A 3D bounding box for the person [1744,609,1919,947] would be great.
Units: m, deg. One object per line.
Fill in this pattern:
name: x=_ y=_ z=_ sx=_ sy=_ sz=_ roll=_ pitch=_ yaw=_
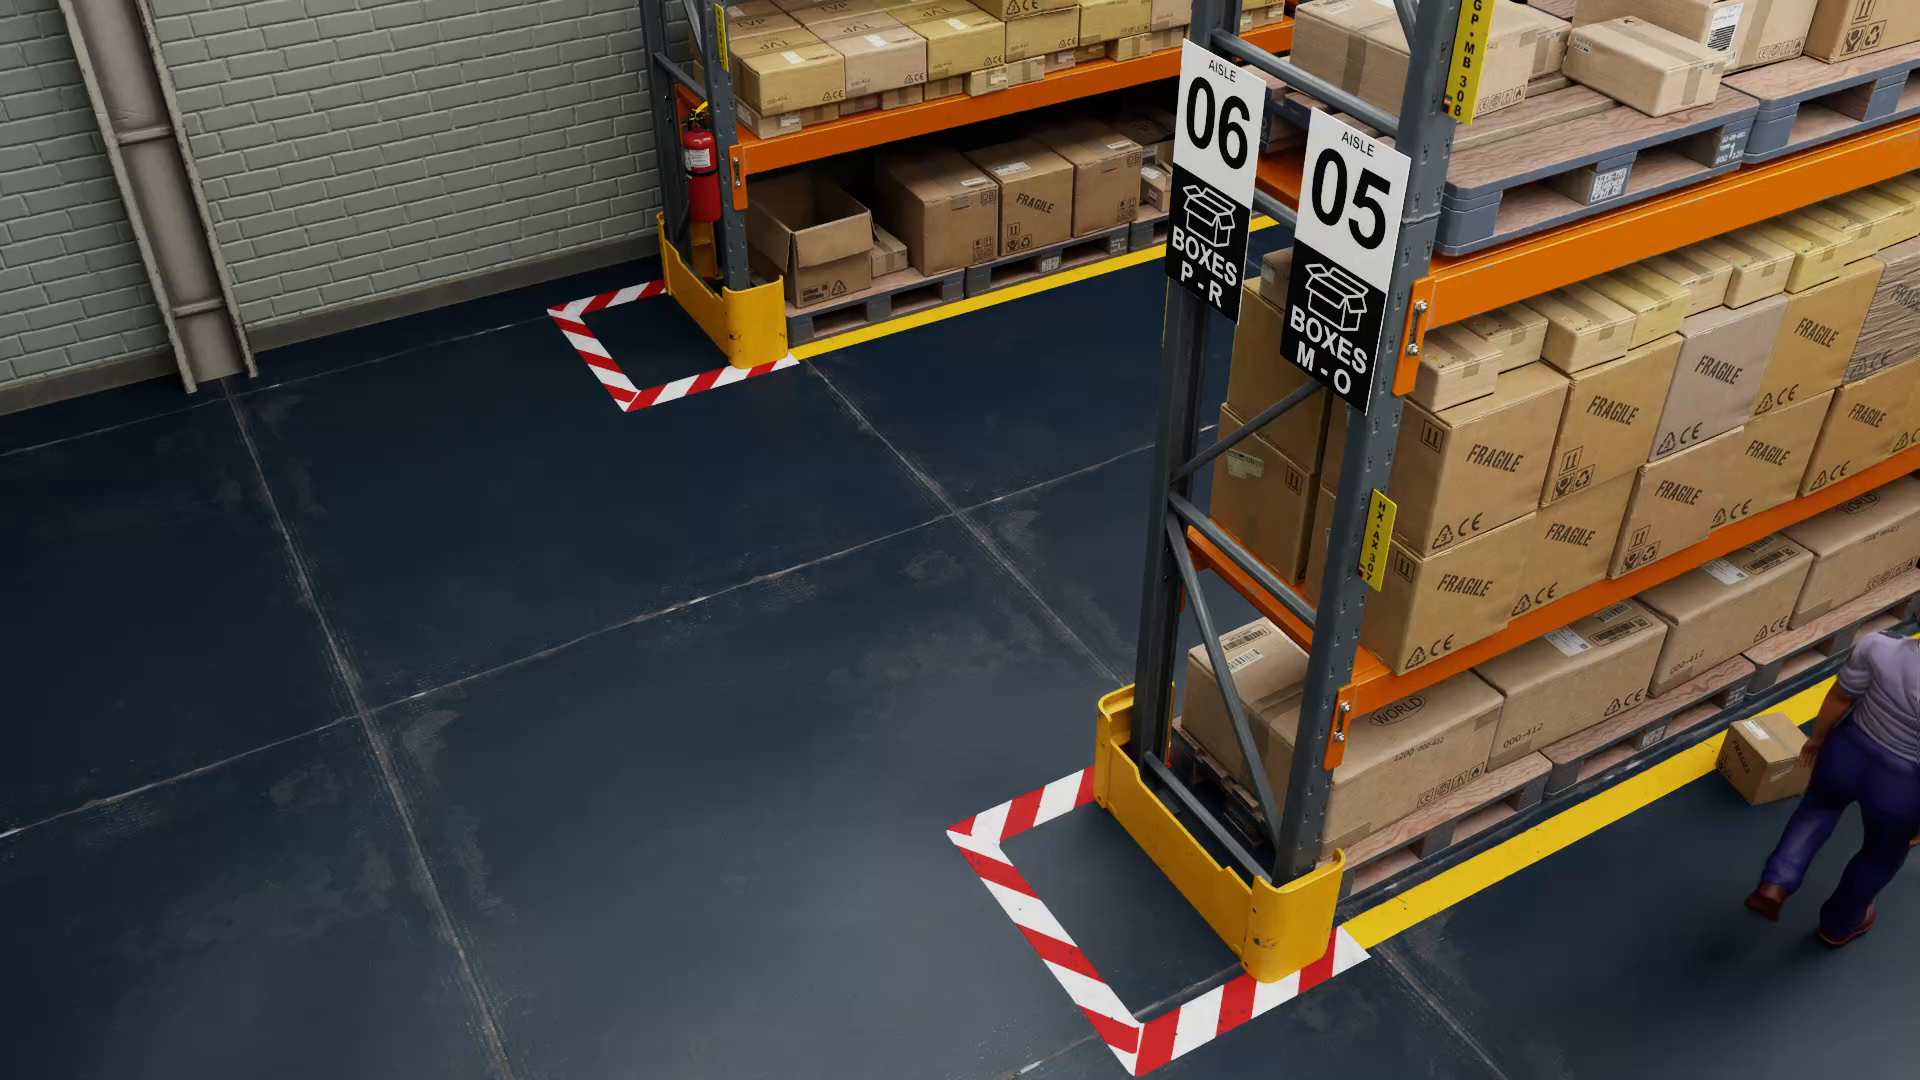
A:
person: x=3.210 y=0.824 z=5.823 sx=0.586 sy=1.635 sz=0.508 roll=-21 pitch=42 yaw=-25
